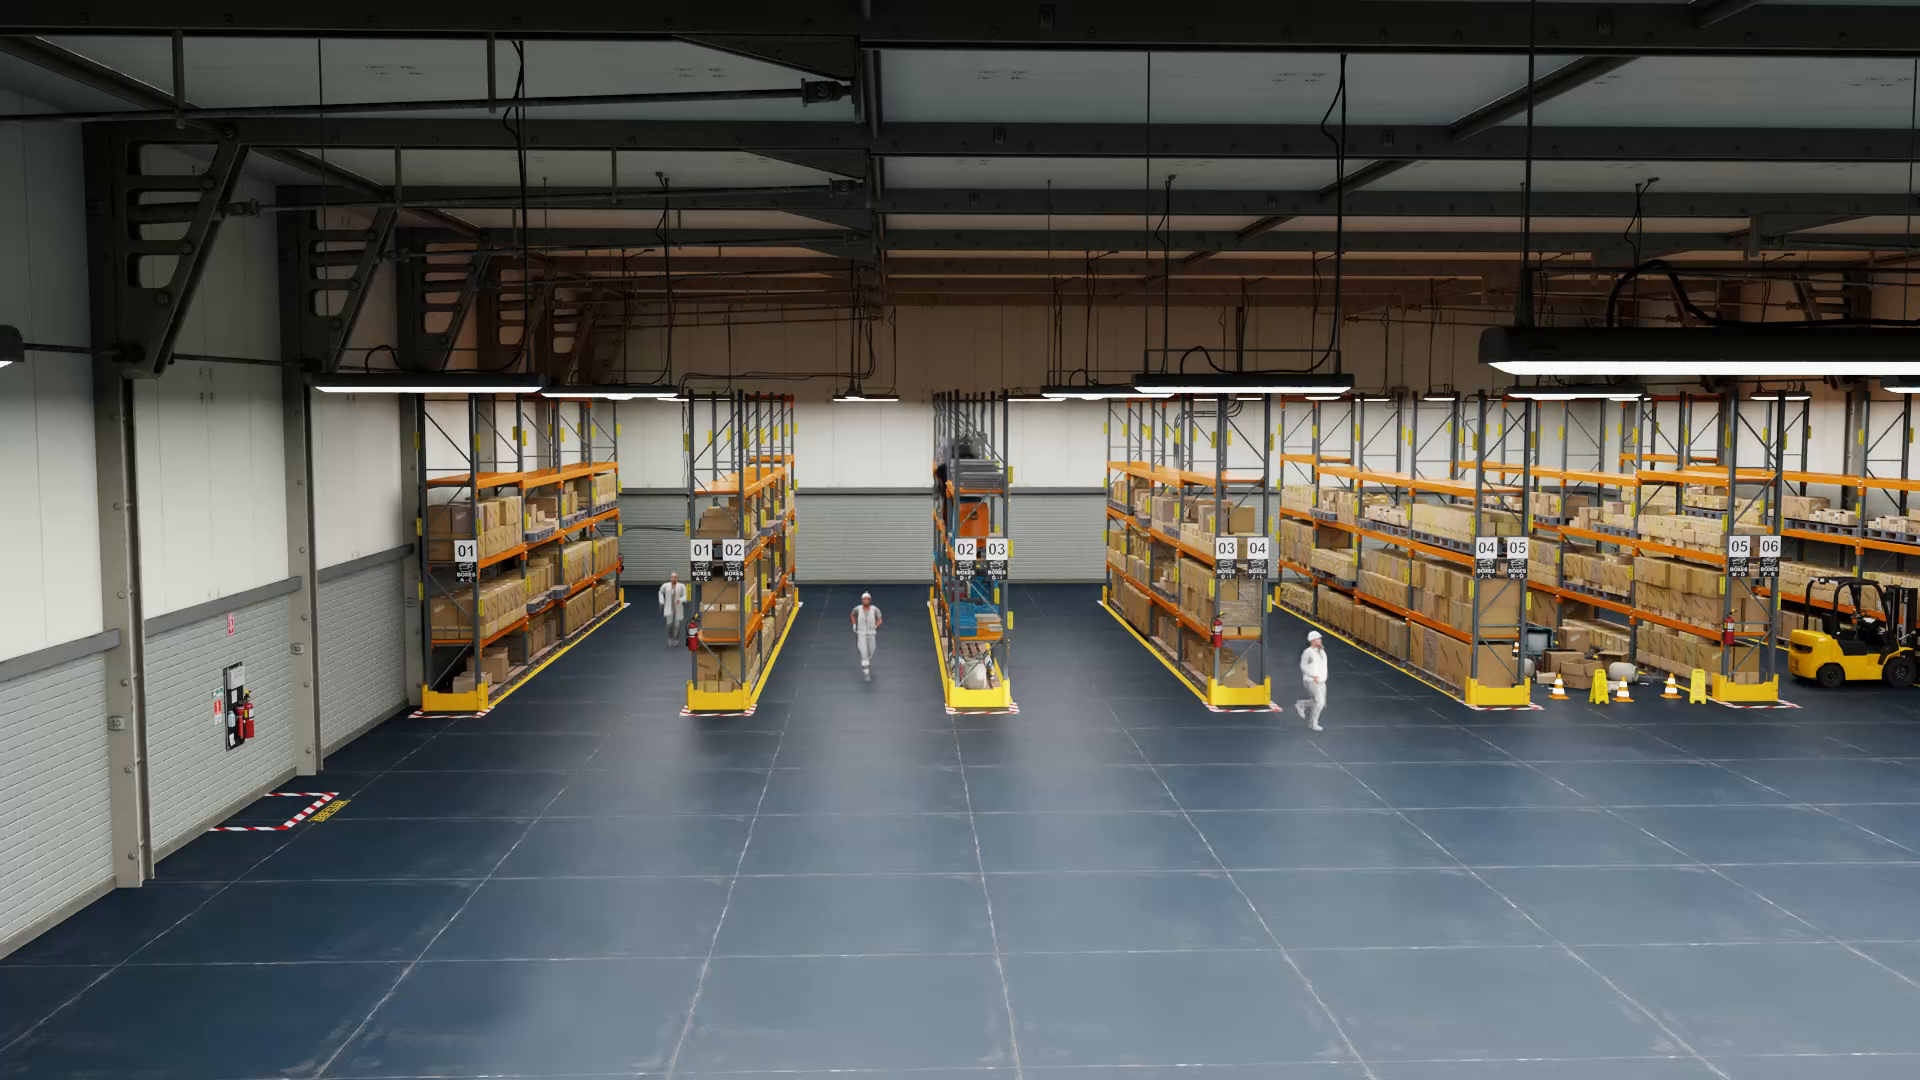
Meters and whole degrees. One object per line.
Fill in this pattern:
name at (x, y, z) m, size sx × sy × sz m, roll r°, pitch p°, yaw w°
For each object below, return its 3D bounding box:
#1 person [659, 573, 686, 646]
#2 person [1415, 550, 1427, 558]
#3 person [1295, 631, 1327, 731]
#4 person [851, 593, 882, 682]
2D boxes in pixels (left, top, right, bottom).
person at (-6.765, 1.639, 39.254) m, size 0.678 × 1.745 × 0.808 m, roll -1°, pitch 5°, yaw -10°
person at (13.368, 0.840, 48.997) m, size 0.762 × 1.839 × 0.642 m, roll -1°, pitch 5°, yaw -7°
person at (6.202, 2.470, 29.403) m, size 0.668 × 1.759 × 0.651 m, roll -5°, pitch 7°, yaw -45°
person at (-1.947, 2.003, 34.889) m, size 0.626 × 1.801 × 1.150 m, roll -1°, pitch 5°, yaw -13°
